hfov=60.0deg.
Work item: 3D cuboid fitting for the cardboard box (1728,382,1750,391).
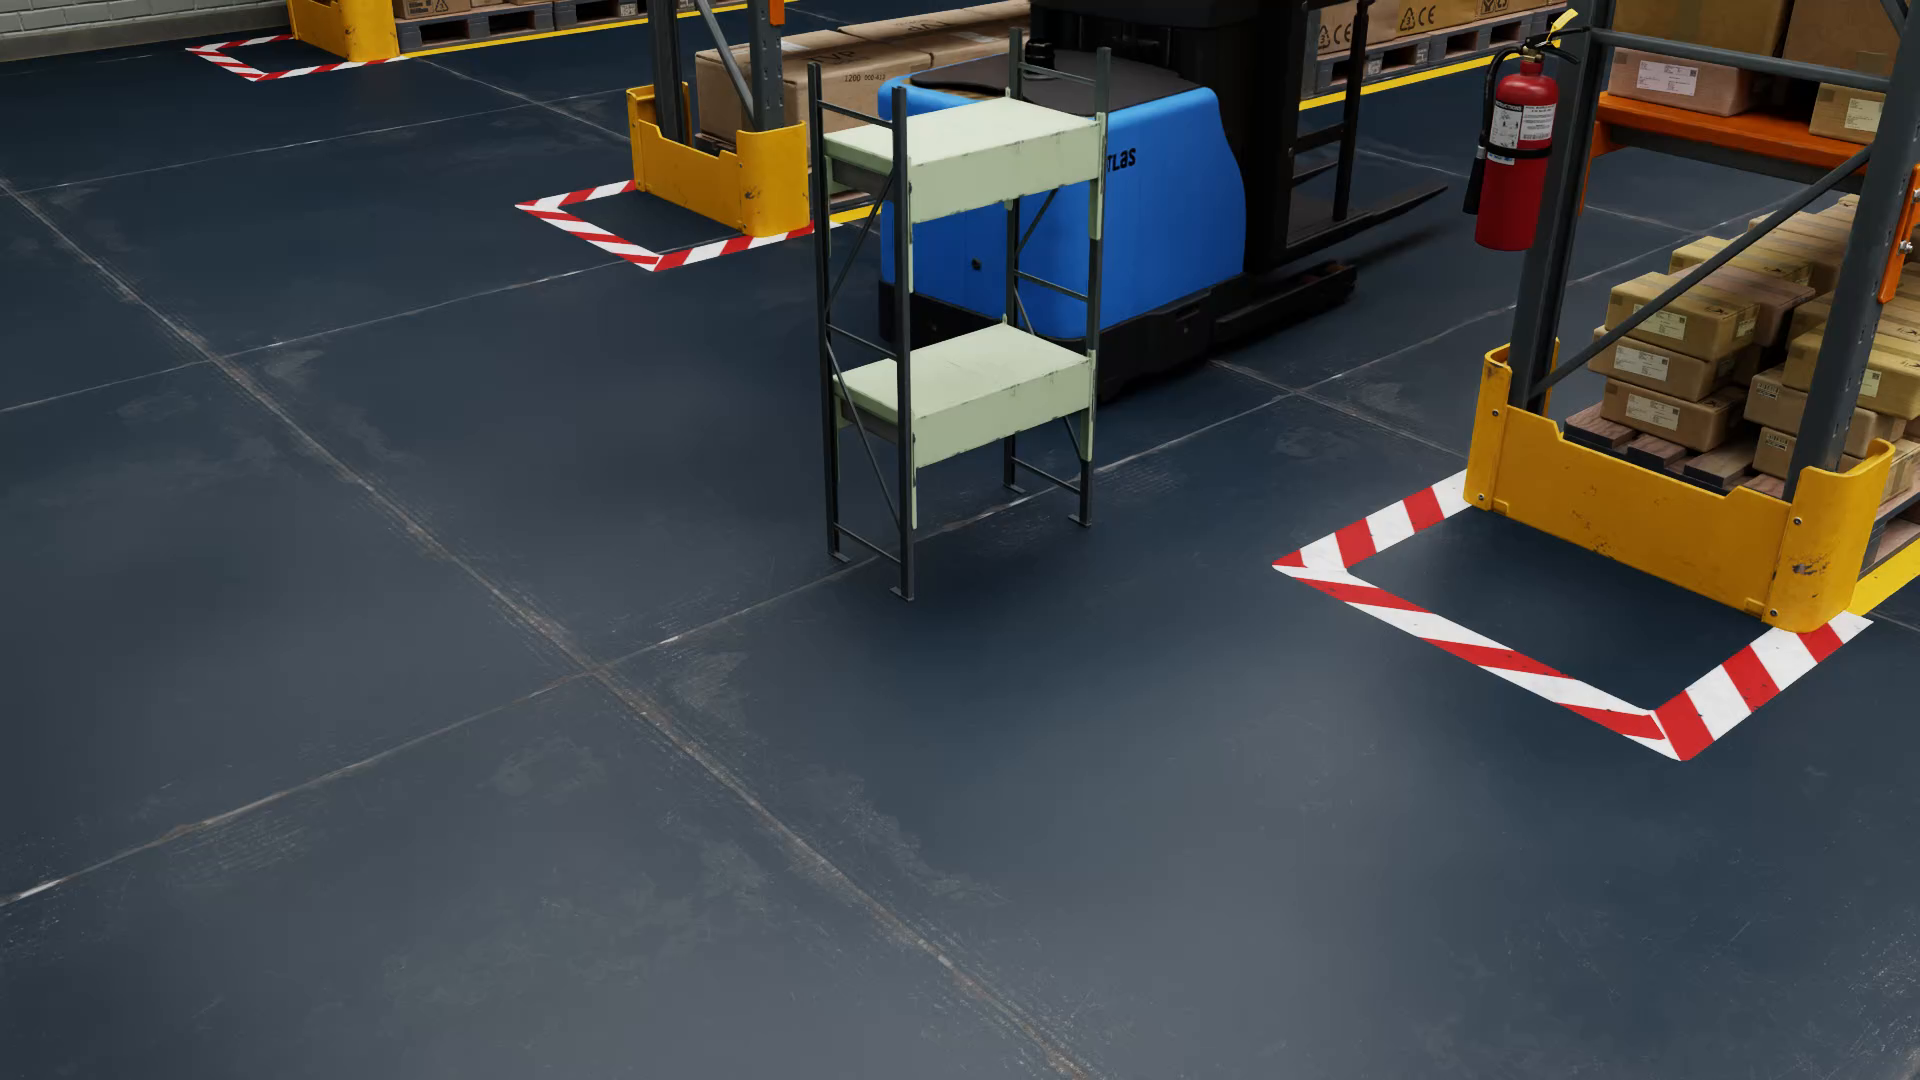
[{"bbox_3d":[2.486,-0.560,5.695,0.250,0.149,0.380,-21,34,-33],"label":"cardboard box"}]

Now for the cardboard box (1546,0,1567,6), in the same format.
[{"bbox_3d":[4.308,-4.540,12.371,0.875,0.875,0.875,-22,35,-35],"label":"cardboard box"}]

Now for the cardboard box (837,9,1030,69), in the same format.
[{"bbox_3d":[-0.070,-2.602,9.208,0.875,0.438,0.875,-21,34,-34],"label":"cardboard box"}]

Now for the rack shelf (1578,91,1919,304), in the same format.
[{"bbox_3d":[3.613,-1.576,5.780,4.000,0.370,1.077,-22,35,-35],"label":"rack shelf"}]

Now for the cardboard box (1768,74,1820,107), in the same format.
[{"bbox_3d":[2.370,-1.435,5.018,0.250,0.149,0.380,-22,35,-35],"label":"cardboard box"}]

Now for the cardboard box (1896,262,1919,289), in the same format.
[{"bbox_3d":[3.252,-0.775,5.465,0.250,0.149,0.380,-24,36,-37],"label":"cardboard box"}]

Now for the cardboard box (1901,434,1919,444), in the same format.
[{"bbox_3d":[2.844,-0.364,5.329,0.250,0.149,0.380,-22,35,-35],"label":"cardboard box"}]

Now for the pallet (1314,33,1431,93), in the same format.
[{"bbox_3d":[2.383,-3.283,11.168,1.213,0.211,1.003,-22,35,-35],"label":"pallet"}]

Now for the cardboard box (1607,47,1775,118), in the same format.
[{"bbox_3d":[2.156,-1.372,4.901,0.250,0.149,0.380,-22,35,-35],"label":"cardboard box"}]

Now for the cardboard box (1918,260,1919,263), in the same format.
[{"bbox_3d":[3.469,-0.856,5.617,0.250,0.149,0.380,-20,34,-33],"label":"cardboard box"}]

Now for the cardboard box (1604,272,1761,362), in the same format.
[{"bbox_3d":[2.330,-0.725,5.372,0.250,0.149,0.380,-21,35,-34],"label":"cardboard box"}]

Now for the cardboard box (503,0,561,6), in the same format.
[{"bbox_3d":[-3.220,-4.288,12.297,0.500,0.500,0.700,-20,34,-33],"label":"cardboard box"}]

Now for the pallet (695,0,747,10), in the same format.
[{"bbox_3d":[-1.903,-4.588,13.612,1.213,0.211,1.003,-22,35,-35],"label":"pallet"}]

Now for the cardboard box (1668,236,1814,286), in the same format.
[{"bbox_3d":[2.673,-0.906,5.710,0.250,0.149,0.380,-23,36,-36],"label":"cardboard box"}]

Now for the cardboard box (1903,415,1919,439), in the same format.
[{"bbox_3d":[2.902,-0.472,5.215,0.250,0.149,0.380,-22,35,-35],"label":"cardboard box"}]

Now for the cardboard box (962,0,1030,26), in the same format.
[{"bbox_3d":[0.617,-2.877,9.724,0.875,0.438,0.875,-23,36,-36],"label":"cardboard box"}]

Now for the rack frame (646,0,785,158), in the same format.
[{"bbox_3d":[-1.198,-3.026,7.729,0.127,3.000,1.000,-22,35,-35],"label":"rack frame"}]

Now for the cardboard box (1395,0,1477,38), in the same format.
[{"bbox_3d":[2.947,-3.995,11.352,0.875,0.875,0.875,-21,34,-34],"label":"cardboard box"}]

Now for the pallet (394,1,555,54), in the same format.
[{"bbox_3d":[-3.759,-3.842,12.215,1.213,0.211,1.003,-22,35,-35],"label":"pallet"}]

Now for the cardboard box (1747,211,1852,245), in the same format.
[{"bbox_3d":[3.079,-1.064,6.007,0.250,0.149,0.380,-20,34,-33],"label":"cardboard box"}]

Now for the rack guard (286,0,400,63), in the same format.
[{"bbox_3d":[-4.365,-3.725,11.690,0.348,0.500,1.175,-22,35,-35],"label":"rack guard"}]

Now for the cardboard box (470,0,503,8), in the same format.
[{"bbox_3d":[-3.547,-4.001,12.134,0.250,0.149,0.380,-24,36,-37],"label":"cardboard box"}]

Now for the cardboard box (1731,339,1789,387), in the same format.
[{"bbox_3d":[2.542,-0.665,5.576,0.250,0.149,0.380,-23,36,-36],"label":"cardboard box"}]

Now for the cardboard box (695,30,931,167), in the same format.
[{"bbox_3d":[-0.761,-2.319,8.679,0.875,0.438,0.875,-23,36,-37],"label":"cardboard box"}]

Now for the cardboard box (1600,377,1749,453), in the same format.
[{"bbox_3d":[2.357,-0.445,5.480,0.250,0.149,0.380,-21,35,-34],"label":"cardboard box"}]

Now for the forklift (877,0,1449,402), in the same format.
[{"bbox_3d":[1.059,-2.393,6.619,1.130,2.935,3.031,24,36,38],"label":"forklift"}]

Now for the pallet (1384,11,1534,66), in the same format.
[{"bbox_3d":[3.311,-3.658,11.870,1.213,0.211,1.003,-22,35,-35],"label":"pallet"}]

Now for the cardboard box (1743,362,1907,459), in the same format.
[{"bbox_3d":[2.657,-0.409,5.096,0.250,0.149,0.380,-20,34,-33],"label":"cardboard box"}]

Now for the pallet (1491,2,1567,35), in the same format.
[{"bbox_3d":[4.239,-4.029,12.565,1.213,0.211,1.003,-22,35,-35],"label":"pallet"}]

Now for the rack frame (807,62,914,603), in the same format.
[{"bbox_3d":[-0.273,-0.552,4.691,0.023,1.500,0.400,-22,35,-35],"label":"rack frame"}]

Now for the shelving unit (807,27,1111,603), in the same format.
[{"bbox_3d":[0.005,-0.664,4.900,0.755,1.500,0.431,-22,35,-35],"label":"shelving unit"}]

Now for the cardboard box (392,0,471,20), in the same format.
[{"bbox_3d":[-3.896,-4.042,11.833,0.637,0.503,0.797,-24,36,-37],"label":"cardboard box"}]

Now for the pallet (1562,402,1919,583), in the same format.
[{"bbox_3d":[2.790,-0.311,5.608,1.213,0.211,1.003,-22,35,-35],"label":"pallet"}]

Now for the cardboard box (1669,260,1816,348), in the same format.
[{"bbox_3d":[2.558,-0.781,5.477,0.250,0.149,0.380,-21,35,-34],"label":"cardboard box"}]

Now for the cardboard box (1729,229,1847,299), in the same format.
[{"bbox_3d":[2.911,-0.962,5.816,0.250,0.149,0.380,-24,36,-37],"label":"cardboard box"}]

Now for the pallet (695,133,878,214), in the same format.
[{"bbox_3d":[-0.641,-2.068,8.897,1.213,0.211,1.003,-22,35,-35],"label":"pallet"}]

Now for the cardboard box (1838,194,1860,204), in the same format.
[{"bbox_3d":[3.532,-1.196,6.253,0.250,0.149,0.380,-22,35,-35],"label":"cardboard box"}]

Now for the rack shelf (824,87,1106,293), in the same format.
[{"bbox_3d":[0.005,-1.008,4.716,0.720,0.370,0.431,-22,35,-35],"label":"rack shelf"}]

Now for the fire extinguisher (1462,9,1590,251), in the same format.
[{"bbox_3d":[1.600,-1.172,4.737,0.183,0.674,0.296,-22,35,-35],"label":"fire extinguisher"}]

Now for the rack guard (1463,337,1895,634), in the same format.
[{"bbox_3d":[2.149,-0.202,5.098,0.348,0.500,1.175,-22,35,-35],"label":"rack guard"}]

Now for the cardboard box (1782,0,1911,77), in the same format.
[{"bbox_3d":[2.612,-1.495,4.444,0.500,0.500,0.500,-20,34,-33],"label":"cardboard box"}]

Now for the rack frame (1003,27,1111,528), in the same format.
[{"bbox_3d":[0.284,-0.775,5.110,0.023,1.500,0.400,-22,35,-35],"label":"rack frame"}]

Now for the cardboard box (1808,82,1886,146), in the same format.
[{"bbox_3d":[2.551,-1.152,4.491,0.250,0.149,0.380,-22,35,-35],"label":"cardboard box"}]

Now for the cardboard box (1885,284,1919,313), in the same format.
[{"bbox_3d":[3.117,-0.669,5.267,0.250,0.149,0.380,-22,35,-35],"label":"cardboard box"}]

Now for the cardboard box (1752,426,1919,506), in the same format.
[{"bbox_3d":[2.698,-0.255,5.124,0.250,0.149,0.380,-21,35,-34],"label":"cardboard box"}]

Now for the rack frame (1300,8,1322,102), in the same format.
[{"bbox_3d":[1.845,-4.249,10.019,0.127,3.000,1.000,-22,35,-35],"label":"rack frame"}]

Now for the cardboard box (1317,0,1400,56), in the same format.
[{"bbox_3d":[2.264,-3.716,10.829,0.875,0.875,0.875,-21,34,-33],"label":"cardboard box"}]

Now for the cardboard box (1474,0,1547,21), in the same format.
[{"bbox_3d":[3.627,-4.268,11.863,0.875,0.875,0.875,-21,35,-34],"label":"cardboard box"}]

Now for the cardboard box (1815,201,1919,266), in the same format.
[{"bbox_3d":[3.352,-1.105,6.084,0.250,0.149,0.380,-23,36,-36],"label":"cardboard box"}]

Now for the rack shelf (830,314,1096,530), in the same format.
[{"bbox_3d":[0.005,-0.376,5.054,0.720,0.370,0.431,-22,35,-35],"label":"rack shelf"}]

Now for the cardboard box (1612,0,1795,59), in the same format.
[{"bbox_3d":[2.266,-1.687,4.802,0.500,0.500,0.500,-21,35,-34],"label":"cardboard box"}]

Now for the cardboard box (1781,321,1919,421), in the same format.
[{"bbox_3d":[2.711,-0.510,4.970,0.250,0.149,0.380,-24,36,-37],"label":"cardboard box"}]

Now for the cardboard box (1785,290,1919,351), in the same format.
[{"bbox_3d":[2.842,-0.638,5.209,0.250,0.149,0.380,-21,35,-34],"label":"cardboard box"}]

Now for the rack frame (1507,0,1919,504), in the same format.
[{"bbox_3d":[2.091,-1.282,4.466,0.127,3.000,1.000,-22,35,-35],"label":"rack frame"}]

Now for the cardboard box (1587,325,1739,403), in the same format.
[{"bbox_3d":[2.308,-0.605,5.462,0.250,0.149,0.380,-23,36,-36],"label":"cardboard box"}]

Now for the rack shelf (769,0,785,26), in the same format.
[{"bbox_3d":[0.323,-3.320,9.044,4.000,0.370,1.077,-22,35,-35],"label":"rack shelf"}]

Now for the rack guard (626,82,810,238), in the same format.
[{"bbox_3d":[-1.217,-1.916,8.305,0.348,0.500,1.175,-22,35,-35],"label":"rack guard"}]

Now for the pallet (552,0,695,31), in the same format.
[{"bbox_3d":[-2.831,-4.213,12.910,1.213,0.211,1.003,-22,35,-35],"label":"pallet"}]
